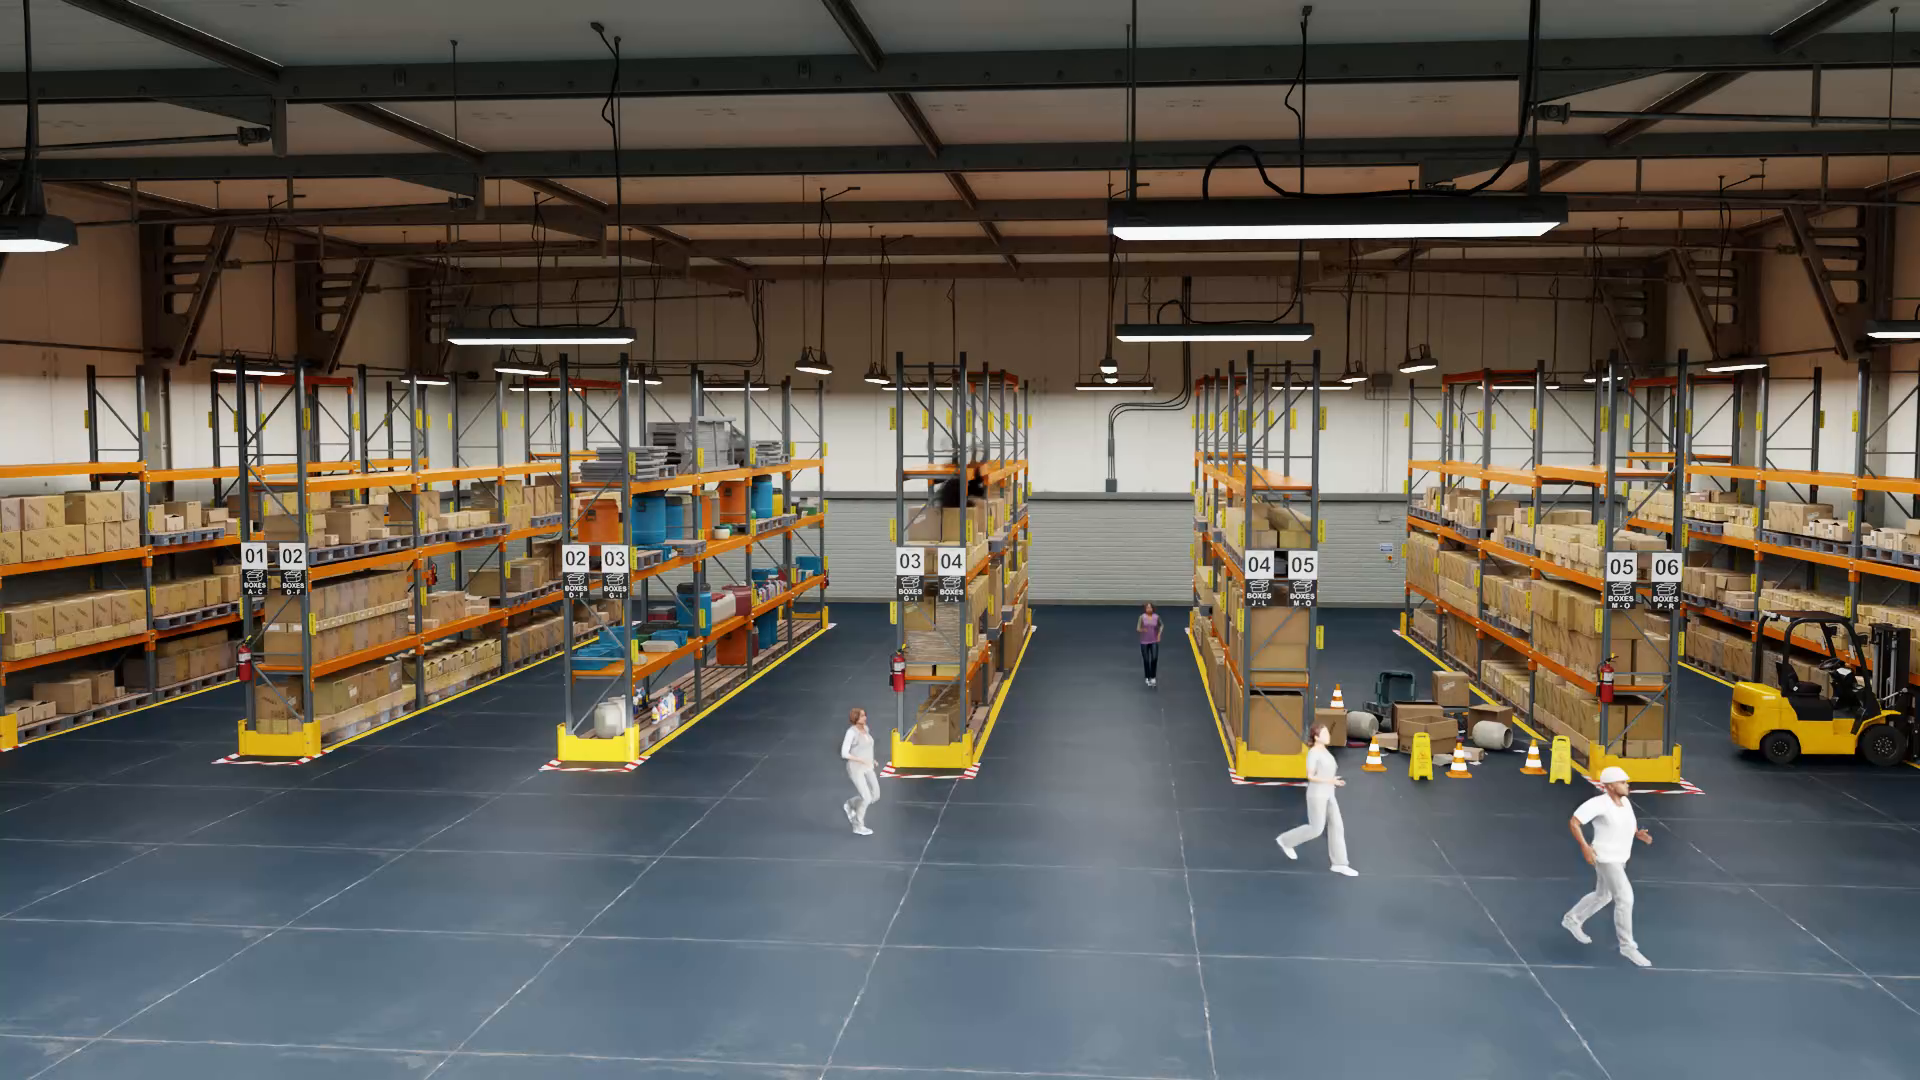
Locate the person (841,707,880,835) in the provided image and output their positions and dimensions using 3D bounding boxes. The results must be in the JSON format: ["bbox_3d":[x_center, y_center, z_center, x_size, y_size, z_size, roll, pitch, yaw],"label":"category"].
[{"bbox_3d":[-1.218,2.803,20.169,0.560,1.531,0.532,3,5,33],"label":"person"}]

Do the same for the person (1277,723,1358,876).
[{"bbox_3d":[3.977,2.852,18.444,0.935,1.663,0.568,3,5,35],"label":"person"}]

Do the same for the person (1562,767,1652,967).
[{"bbox_3d":[6.093,3.006,15.605,0.895,1.787,0.691,4,5,42],"label":"person"}]

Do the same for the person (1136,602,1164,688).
[{"bbox_3d":[3.587,1.975,31.402,0.517,1.608,0.639,0,4,7],"label":"person"}]
